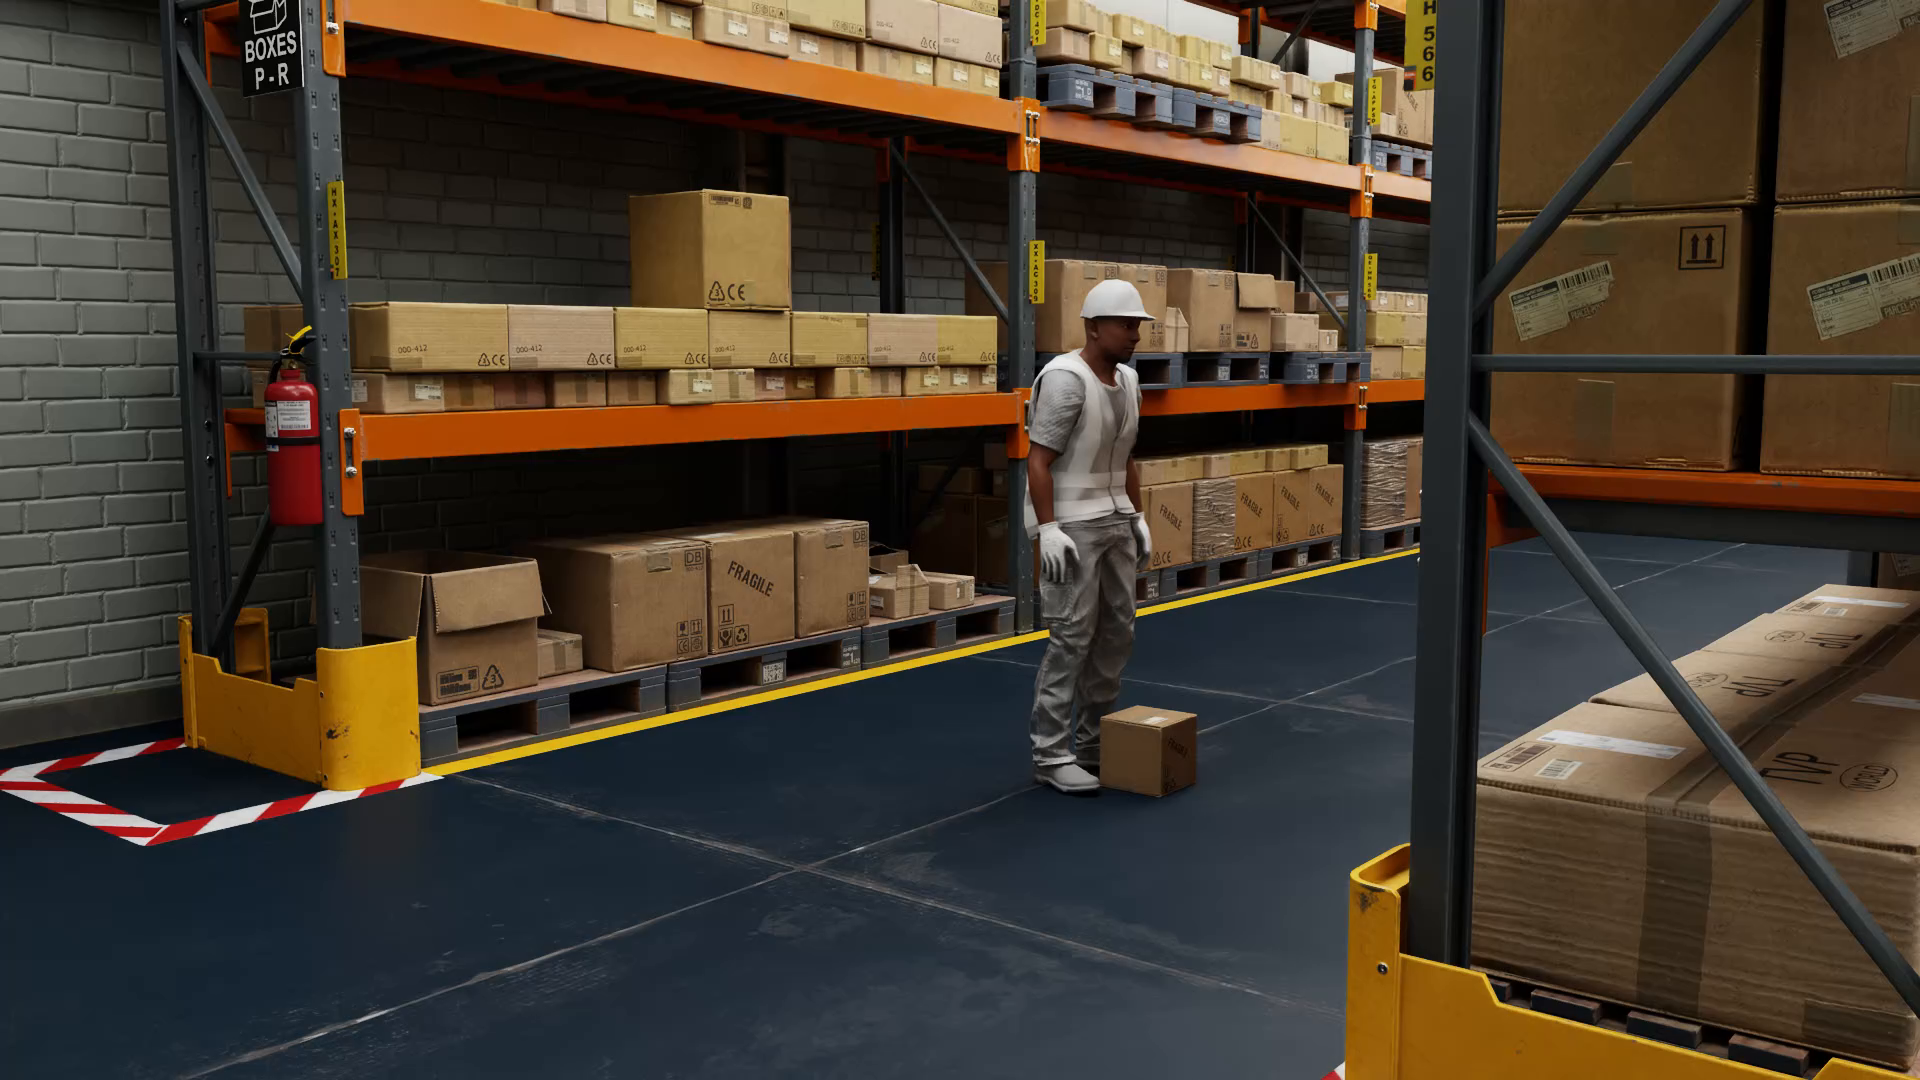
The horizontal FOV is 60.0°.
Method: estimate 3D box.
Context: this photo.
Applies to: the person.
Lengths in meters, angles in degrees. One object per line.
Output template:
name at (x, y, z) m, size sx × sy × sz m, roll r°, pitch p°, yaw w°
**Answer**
person at (0.470, -0.028, 5.915) m, size 0.447 × 1.774 × 0.618 m, roll 5°, pitch 8°, yaw 39°
